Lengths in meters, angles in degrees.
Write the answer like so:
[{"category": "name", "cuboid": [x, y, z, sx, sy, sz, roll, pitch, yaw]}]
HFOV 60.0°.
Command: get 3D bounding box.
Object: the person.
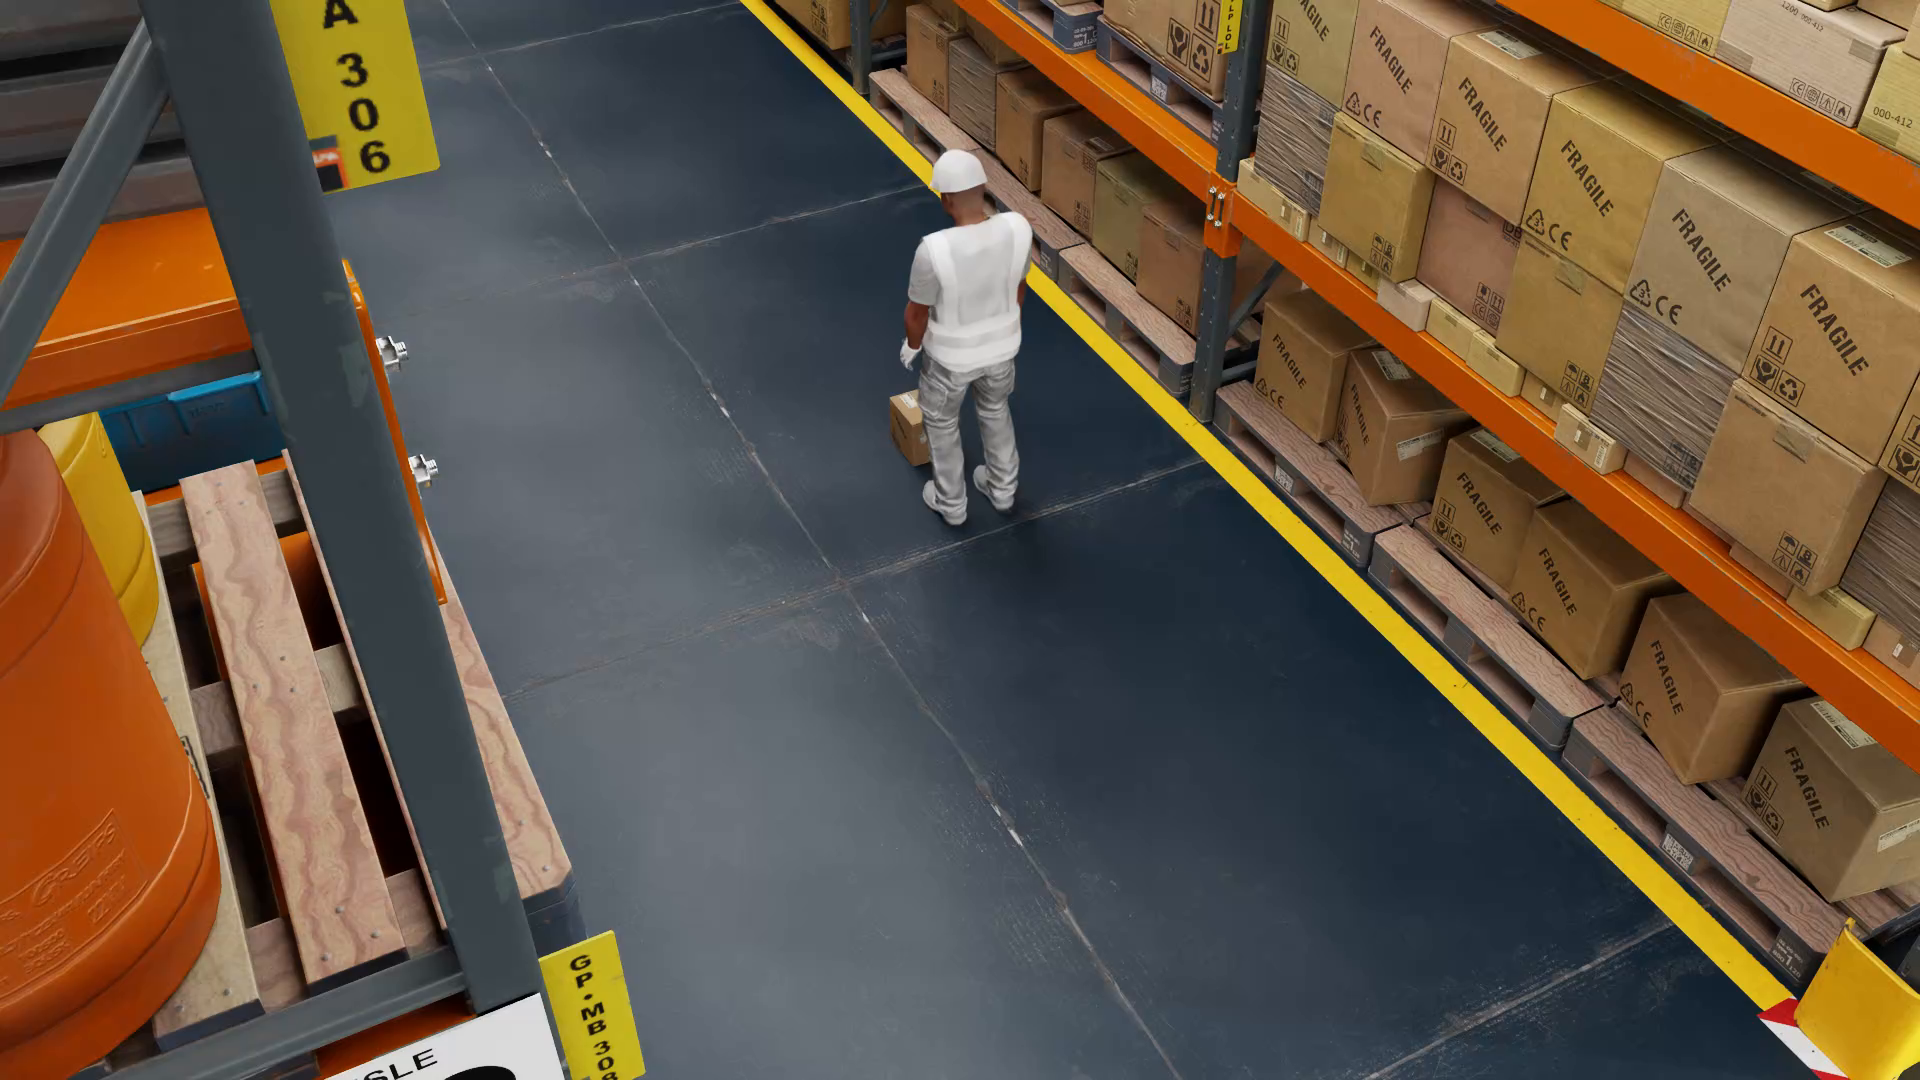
[{"category": "person", "cuboid": [0.021, -0.837, 7.126, 0.557, 1.765, 0.389, -18, 44, -20]}]
